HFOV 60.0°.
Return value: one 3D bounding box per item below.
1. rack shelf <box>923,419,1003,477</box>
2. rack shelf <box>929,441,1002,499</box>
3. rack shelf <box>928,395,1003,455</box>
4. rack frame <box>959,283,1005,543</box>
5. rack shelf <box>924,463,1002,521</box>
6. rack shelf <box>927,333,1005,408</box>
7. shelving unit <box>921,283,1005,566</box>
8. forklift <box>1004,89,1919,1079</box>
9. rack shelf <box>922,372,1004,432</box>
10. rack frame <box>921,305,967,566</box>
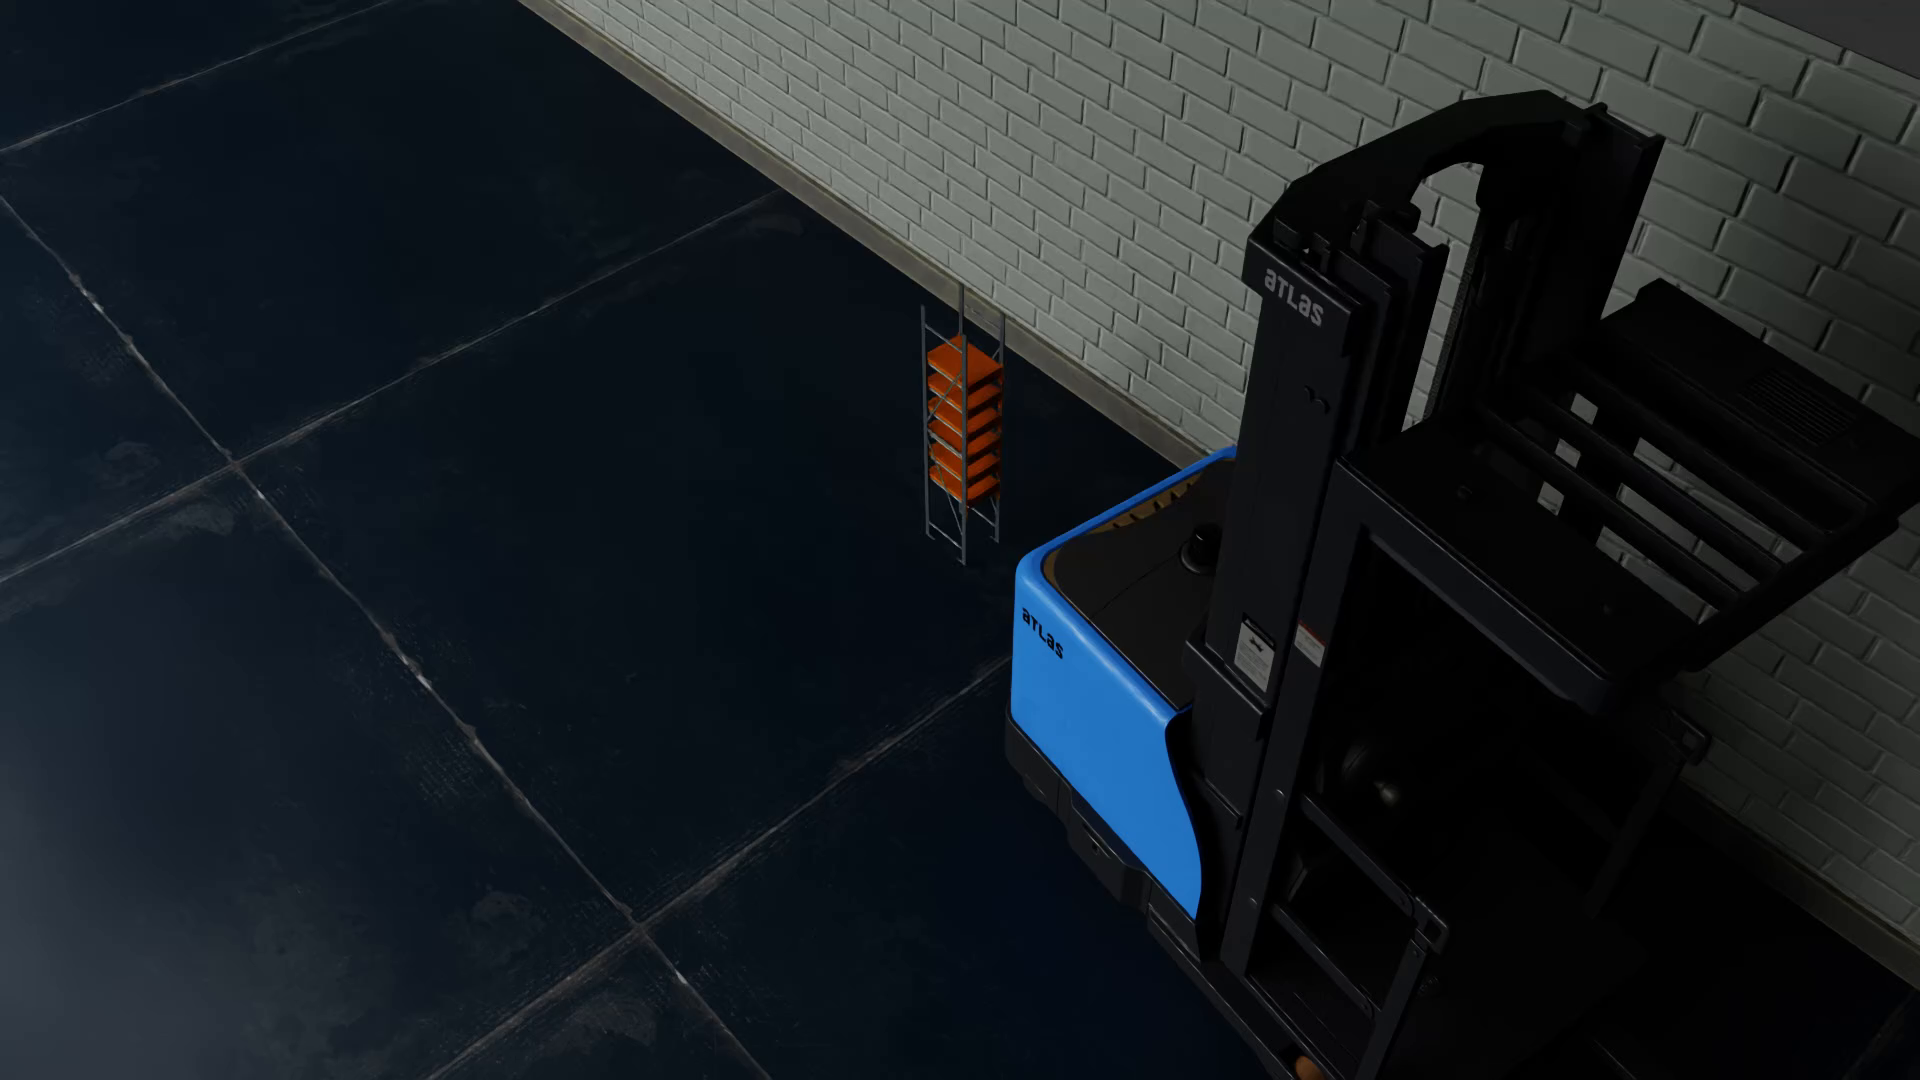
[{"bbox_3d":[0.011,-0.384,6.402,0.180,0.103,0.258,-34,56,-27],"label":"rack shelf"},{"bbox_3d":[0.011,-0.303,6.490,0.180,0.103,0.258,-34,56,-27],"label":"rack shelf"},{"bbox_3d":[0.011,-0.465,6.313,0.180,0.103,0.258,-34,56,-27],"label":"rack shelf"},{"bbox_3d":[0.078,-0.459,6.411,0.006,1.200,0.240,-34,56,-27],"label":"rack frame"},{"bbox_3d":[0.011,-0.221,6.578,0.180,0.103,0.258,-34,56,-27],"label":"rack shelf"},{"bbox_3d":[0.011,-0.628,6.137,0.180,0.103,0.258,-34,56,-27],"label":"rack shelf"},{"bbox_3d":[0.011,-0.414,6.369,0.189,1.200,0.258,-34,56,-27],"label":"shelving unit"},{"bbox_3d":[1.424,0.477,4.369,1.130,2.935,3.031,-28,53,-23],"label":"forklift"},{"bbox_3d":[0.011,-0.547,6.225,0.180,0.103,0.258,-34,56,-27],"label":"rack shelf"},{"bbox_3d":[-0.057,-0.369,6.327,0.006,1.200,0.240,-34,56,-27],"label":"rack frame"}]
